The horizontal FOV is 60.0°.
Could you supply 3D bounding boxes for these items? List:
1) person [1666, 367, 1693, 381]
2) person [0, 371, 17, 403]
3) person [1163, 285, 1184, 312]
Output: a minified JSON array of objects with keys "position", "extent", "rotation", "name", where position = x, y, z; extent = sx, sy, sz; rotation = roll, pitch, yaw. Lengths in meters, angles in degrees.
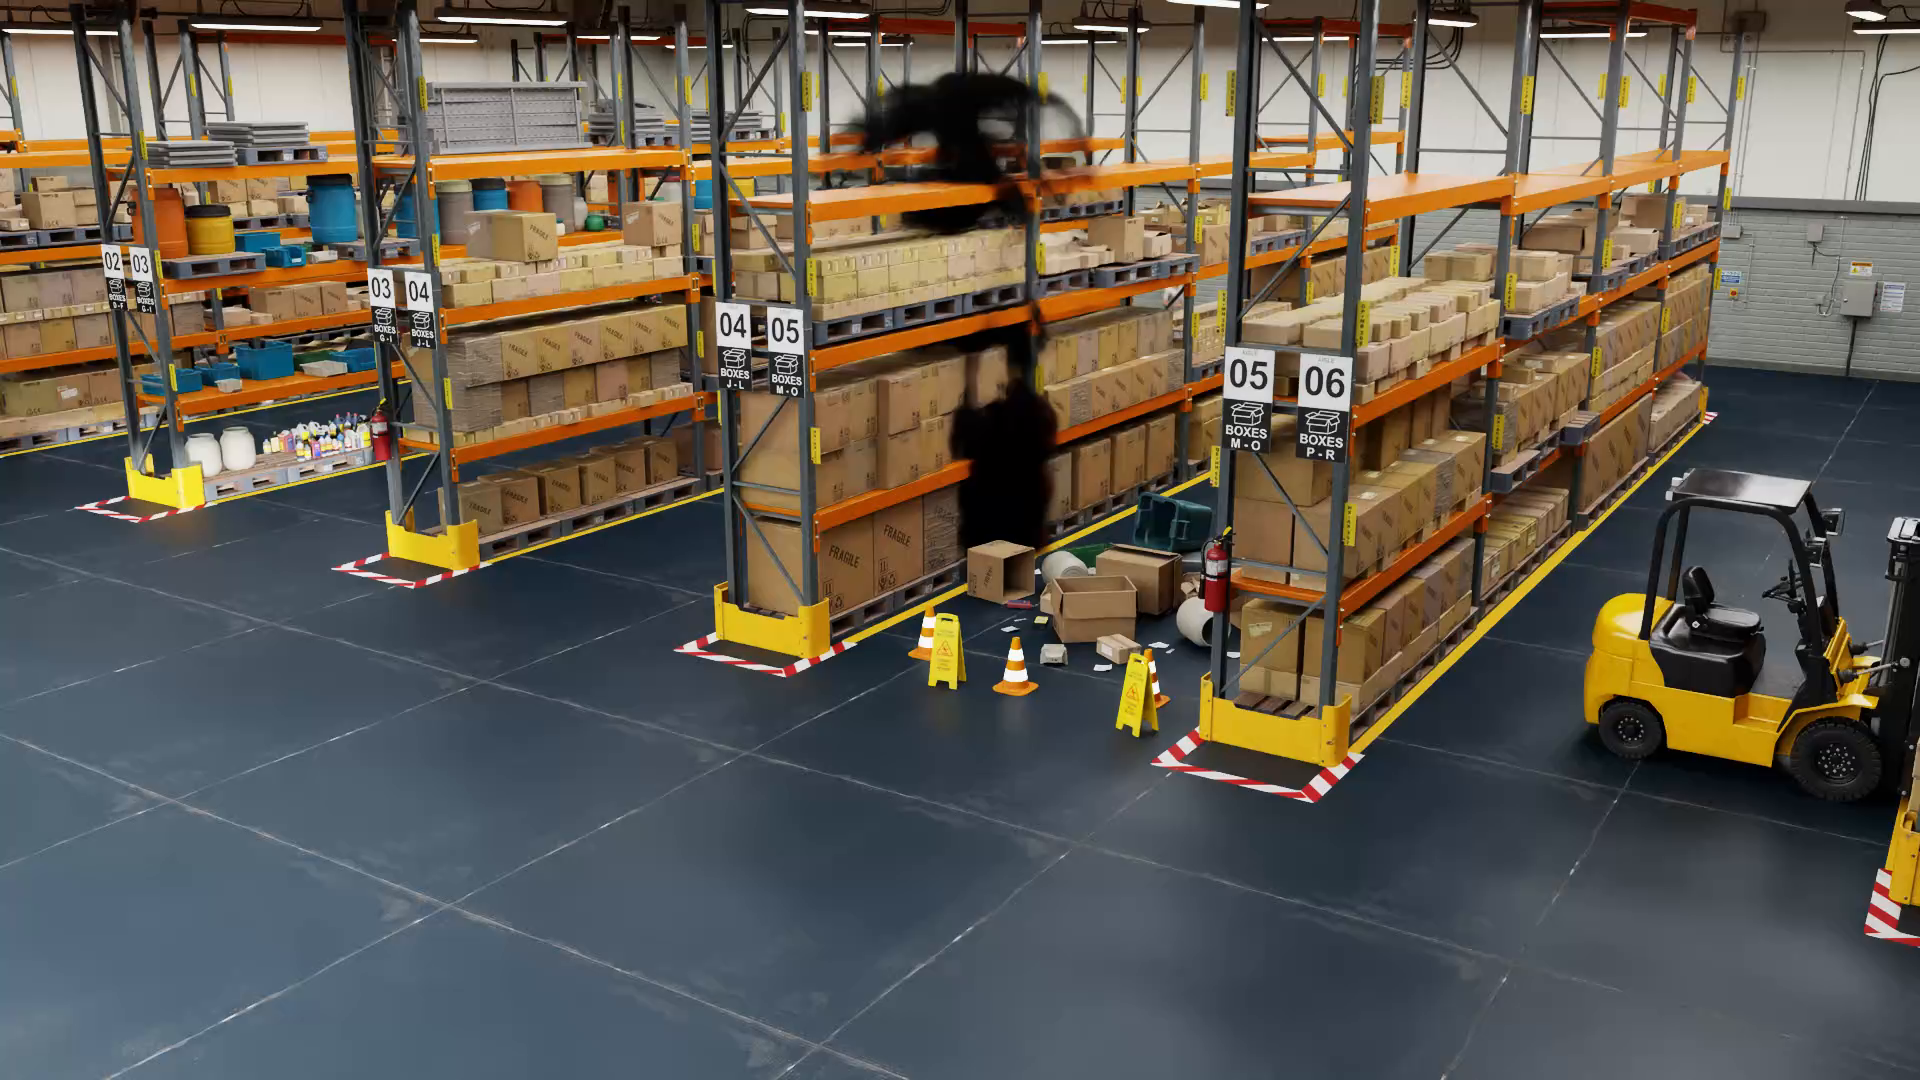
[{"position":[11.677,-3.058,27.112],"extent":[0.614,1.618,0.935],"rotation":[-13,20,-39],"name":"person"},{"position":[-14.794,-2.702,26.032],"extent":[0.555,1.602,0.659],"rotation":[8,18,28],"name":"person"},{"position":[4.087,-4.217,31.442],"extent":[0.596,1.634,0.819],"rotation":[-6,17,-22],"name":"person"}]
